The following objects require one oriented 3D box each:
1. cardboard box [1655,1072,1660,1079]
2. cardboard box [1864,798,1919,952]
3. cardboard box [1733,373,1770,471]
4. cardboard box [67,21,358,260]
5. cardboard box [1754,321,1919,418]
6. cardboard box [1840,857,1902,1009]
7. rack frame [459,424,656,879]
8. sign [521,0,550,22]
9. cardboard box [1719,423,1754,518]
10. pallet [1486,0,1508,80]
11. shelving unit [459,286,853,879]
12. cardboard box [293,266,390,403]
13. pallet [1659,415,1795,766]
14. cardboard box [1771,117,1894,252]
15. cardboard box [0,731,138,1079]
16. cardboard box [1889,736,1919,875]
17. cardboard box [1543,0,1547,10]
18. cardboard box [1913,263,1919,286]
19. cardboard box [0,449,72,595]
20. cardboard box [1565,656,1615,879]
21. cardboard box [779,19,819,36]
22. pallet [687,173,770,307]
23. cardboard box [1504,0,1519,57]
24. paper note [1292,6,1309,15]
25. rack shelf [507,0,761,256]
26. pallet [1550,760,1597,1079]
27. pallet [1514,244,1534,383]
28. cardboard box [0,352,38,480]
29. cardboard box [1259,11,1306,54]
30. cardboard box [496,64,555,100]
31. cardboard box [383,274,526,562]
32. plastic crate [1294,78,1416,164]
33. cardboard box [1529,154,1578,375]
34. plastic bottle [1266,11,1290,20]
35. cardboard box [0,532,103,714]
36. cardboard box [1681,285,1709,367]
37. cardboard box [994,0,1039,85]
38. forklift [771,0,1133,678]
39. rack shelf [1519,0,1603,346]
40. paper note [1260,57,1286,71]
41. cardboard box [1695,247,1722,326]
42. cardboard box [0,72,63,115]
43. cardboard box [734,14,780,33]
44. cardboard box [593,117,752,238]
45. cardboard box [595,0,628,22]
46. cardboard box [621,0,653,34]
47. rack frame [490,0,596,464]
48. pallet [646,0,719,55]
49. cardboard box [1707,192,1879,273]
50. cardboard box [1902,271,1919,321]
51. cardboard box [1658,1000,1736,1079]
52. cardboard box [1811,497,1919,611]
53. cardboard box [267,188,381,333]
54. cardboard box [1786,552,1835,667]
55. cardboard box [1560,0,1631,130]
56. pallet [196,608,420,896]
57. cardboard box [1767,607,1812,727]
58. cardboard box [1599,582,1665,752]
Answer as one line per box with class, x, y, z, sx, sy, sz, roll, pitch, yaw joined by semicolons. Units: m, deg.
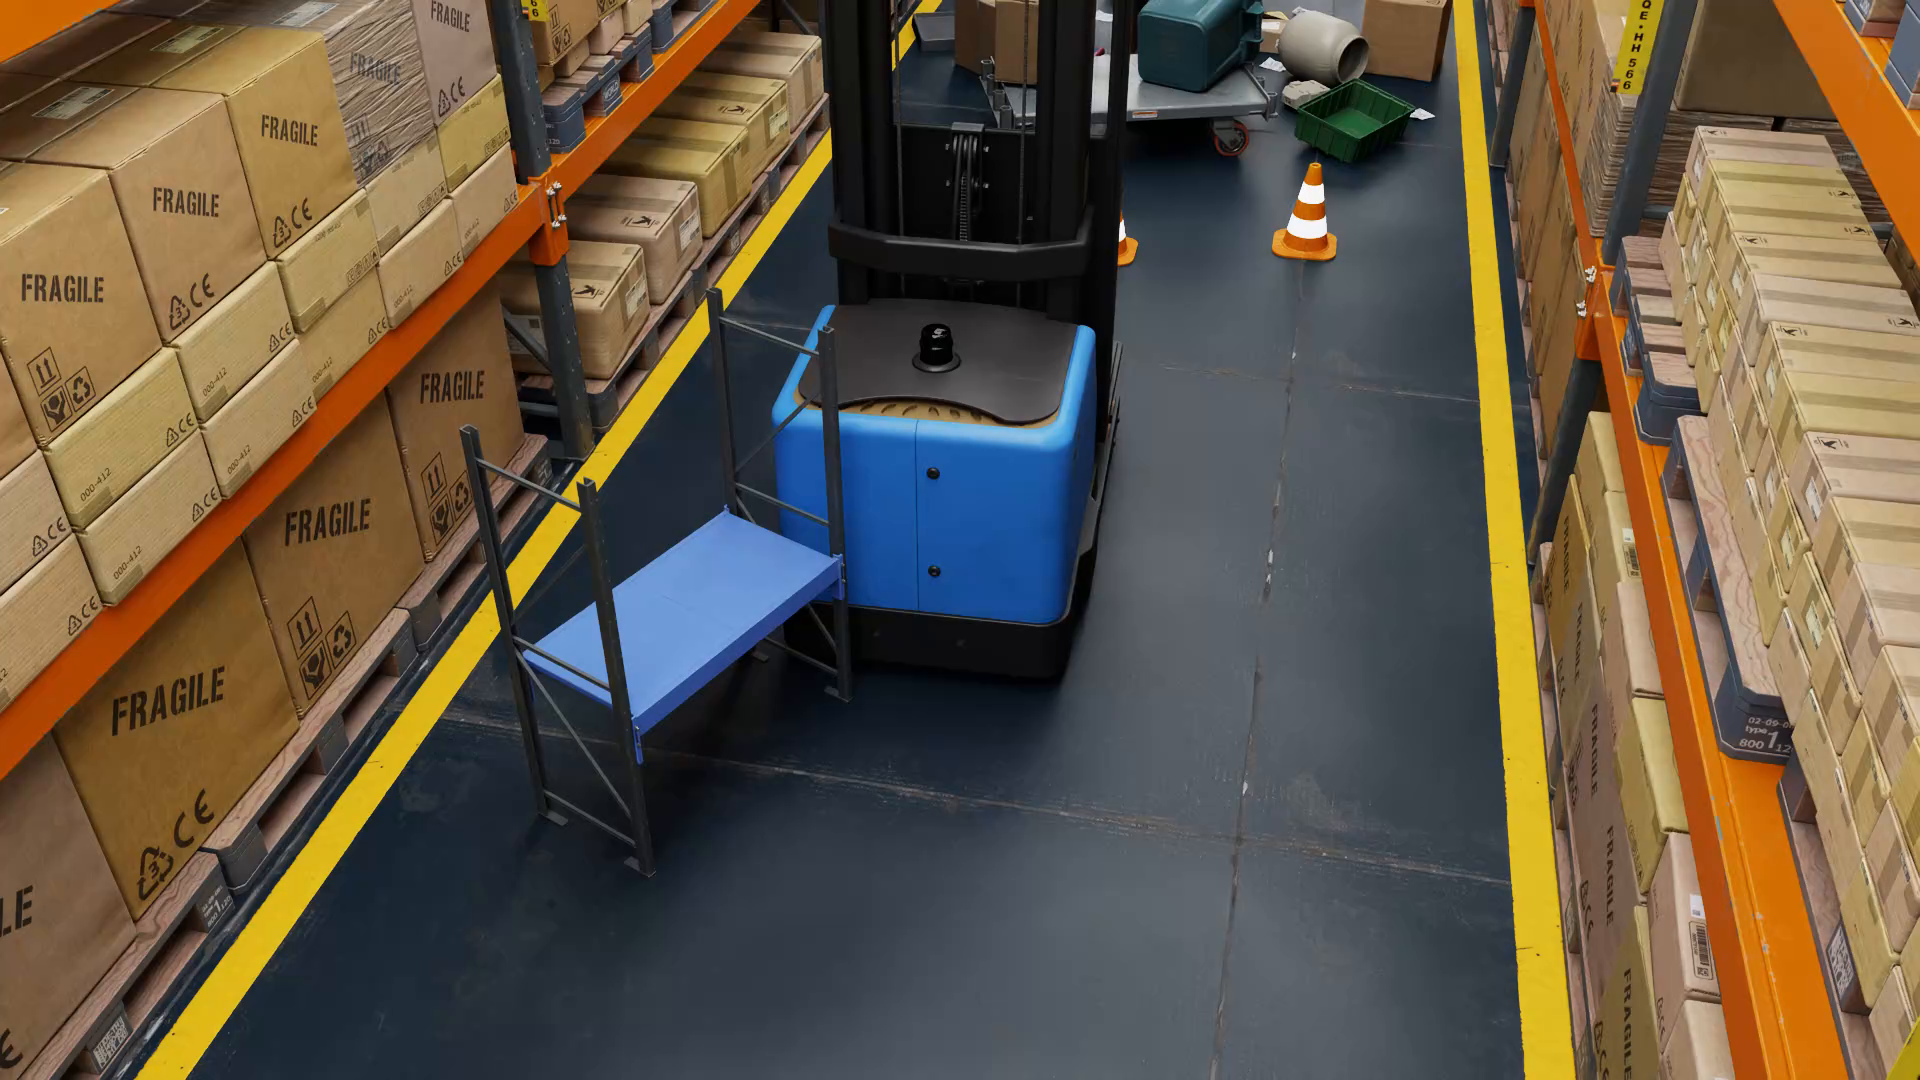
cardboard box;1.814;1.599;3.761;0.500;0.500;0.500;7;36;9
cardboard box;1.849;0.620;2.942;0.380;0.149;0.250;8;37;10
cardboard box;2.183;-0.279;4.182;0.380;0.149;0.250;7;37;10
cardboard box;-2.170;-1.180;4.885;0.500;0.500;0.500;7;37;10
cardboard box;2.189;-0.396;4.089;0.380;0.149;0.250;8;37;11
cardboard box;1.848;0.742;3.026;0.380;0.149;0.250;8;37;10
rack frame;-1.180;0.375;4.955;0.500;1.500;0.032;22;41;28
sign;-1.558;-2.045;6.028;0.100;0.325;0.005;7;37;10
cardboard box;2.182;-0.158;4.268;0.380;0.149;0.250;8;37;11
pallet;4.108;-3.373;11.224;1.003;0.211;1.213;7;37;10
shelving unit;-0.888;0.130;5.292;0.538;1.500;1.048;22;41;28
cardboard box;-2.172;-0.679;5.258;0.500;0.250;0.500;7;37;9
pallet;2.374;0.137;4.169;1.003;0.211;1.213;7;37;10
cardboard box;3.116;-1.345;5.964;0.500;0.500;0.500;8;37;10
cardboard box;-2.901;0.975;4.302;0.875;0.875;0.875;8;37;11
cardboard box;1.854;0.494;2.861;0.380;0.149;0.250;6;36;9
cardboard box;3.128;-2.857;8.051;0.500;0.500;0.500;8;37;10
cardboard box;3.040;-0.776;4.868;0.380;0.149;0.250;9;37;12
cardboard box;-2.502;-0.011;3.911;0.500;0.250;0.500;8;37;11
cardboard box;2.147;0.718;4.975;0.500;0.500;0.500;6;36;9
cardboard box;-0.857;-3.298;10.729;0.500;0.250;0.500;6;36;8
pallet;-1.670;-1.659;8.860;1.003;0.211;1.213;7;37;10
cardboard box;4.002;-3.553;10.549;0.875;0.875;0.875;8;37;10
paper note;2.481;-3.802;11.971;0.144;0.017;0.142;20;41;26
rack shelf;-1.674;-2.499;8.255;1.077;0.370;4.000;7;37;10
pallet;2.325;1.193;4.924;1.003;0.211;1.213;7;37;10
pallet;3.261;-1.092;8.076;1.003;0.211;1.213;7;37;10
cardboard box;-2.499;-0.307;3.680;0.500;0.500;0.500;7;37;10
cardboard box;2.179;-3.483;11.330;0.396;0.266;0.258;14;38;18
cardboard box;-1.850;-1.875;6.637;0.380;0.149;0.250;5;36;7
cardboard box;-2.330;-0.568;6.430;0.875;0.875;0.875;7;37;10
plastic crate;2.368;-2.523;10.022;0.450;0.188;0.662;36;48;26
cardboard box;3.158;-1.179;7.381;1.050;0.750;0.750;8;37;11
plastic bottle;2.255;-3.659;11.747;0.133;0.061;0.283;-5;36;-6
cardboard box;-2.494;0.195;4.053;0.500;0.250;0.500;6;36;9
cardboard box;2.349;-0.609;4.891;0.380;0.149;0.250;9;37;12
cardboard box;0.499;-3.025;9.853;0.500;0.500;0.500;7;37;10
forklift;0.105;-1.551;6.393;1.130;2.935;3.031;6;36;8
rack shelf;3.184;-1.936;7.478;1.077;0.370;4.000;7;37;10
paper note;2.113;-3.177;11.114;0.172;0.023;0.155;20;41;26
cardboard box;2.347;-0.709;4.774;0.380;0.149;0.250;6;36;9
cardboard box;-2.778;-0.968;4.592;0.500;0.500;0.500;8;37;11
cardboard box;-1.383;-3.366;10.823;0.500;0.250;0.500;9;37;12
cardboard box;-1.653;-1.930;8.739;0.950;0.372;0.625;8;37;12
cardboard box;-1.674;-2.503;6.951;0.500;0.500;0.500;9;37;12
cardboard box;-1.574;-2.339;7.277;0.380;0.149;0.250;8;37;10
rack frame;-2.101;-1.643;6.461;1.000;3.000;0.127;7;37;10
pallet;-1.718;-2.706;8.091;1.003;0.211;1.213;7;37;10
cardboard box;2.357;-0.855;4.723;0.380;0.149;0.250;7;37;10
cardboard box;3.045;-0.667;4.970;0.380;0.149;0.250;7;37;10
cardboard box;1.814;1.292;3.544;0.500;0.250;0.500;6;36;9
cardboard box;2.023;0.055;3.467;0.380;0.149;0.250;6;36;8
cardboard box;-2.151;-0.885;5.117;0.500;0.250;0.500;6;36;9
cardboard box;2.016;0.171;3.560;0.380;0.149;0.250;6;36;8
cardboard box;2.805;-1.986;6.848;0.500;0.500;0.500;7;36;9
pallet;-2.606;0.626;5.707;1.003;0.211;1.213;7;37;10
cardboard box;2.011;0.296;3.642;0.380;0.149;0.250;6;36;8
cardboard box;2.146;0.395;4.782;0.500;0.250;0.500;8;37;10
